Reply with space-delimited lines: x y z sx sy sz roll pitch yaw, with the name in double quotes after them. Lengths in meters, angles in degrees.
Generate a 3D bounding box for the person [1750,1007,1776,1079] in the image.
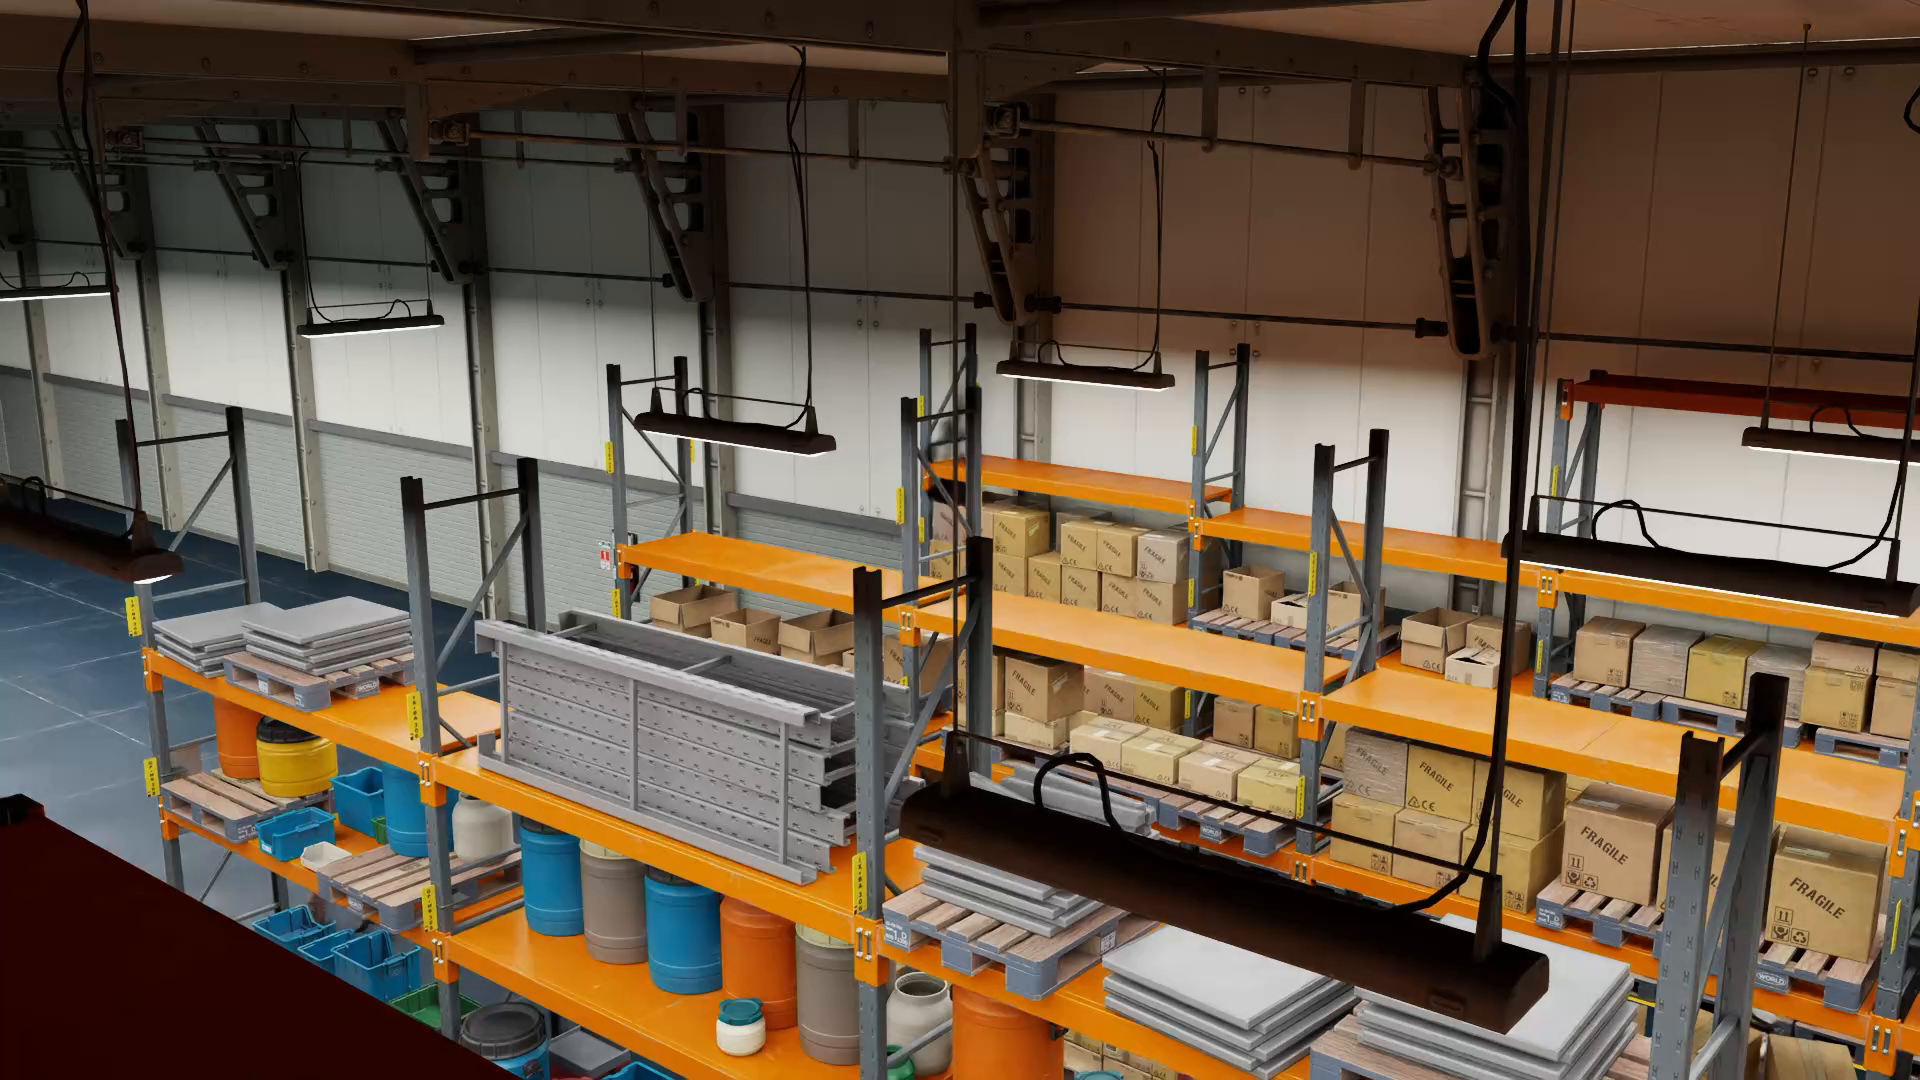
6.303 4.407 12.944 0.868 1.623 0.557 11 17 41 "person"

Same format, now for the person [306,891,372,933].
-6.543 3.381 17.279 0.888 1.742 0.656 -6 14 -24 "person"
